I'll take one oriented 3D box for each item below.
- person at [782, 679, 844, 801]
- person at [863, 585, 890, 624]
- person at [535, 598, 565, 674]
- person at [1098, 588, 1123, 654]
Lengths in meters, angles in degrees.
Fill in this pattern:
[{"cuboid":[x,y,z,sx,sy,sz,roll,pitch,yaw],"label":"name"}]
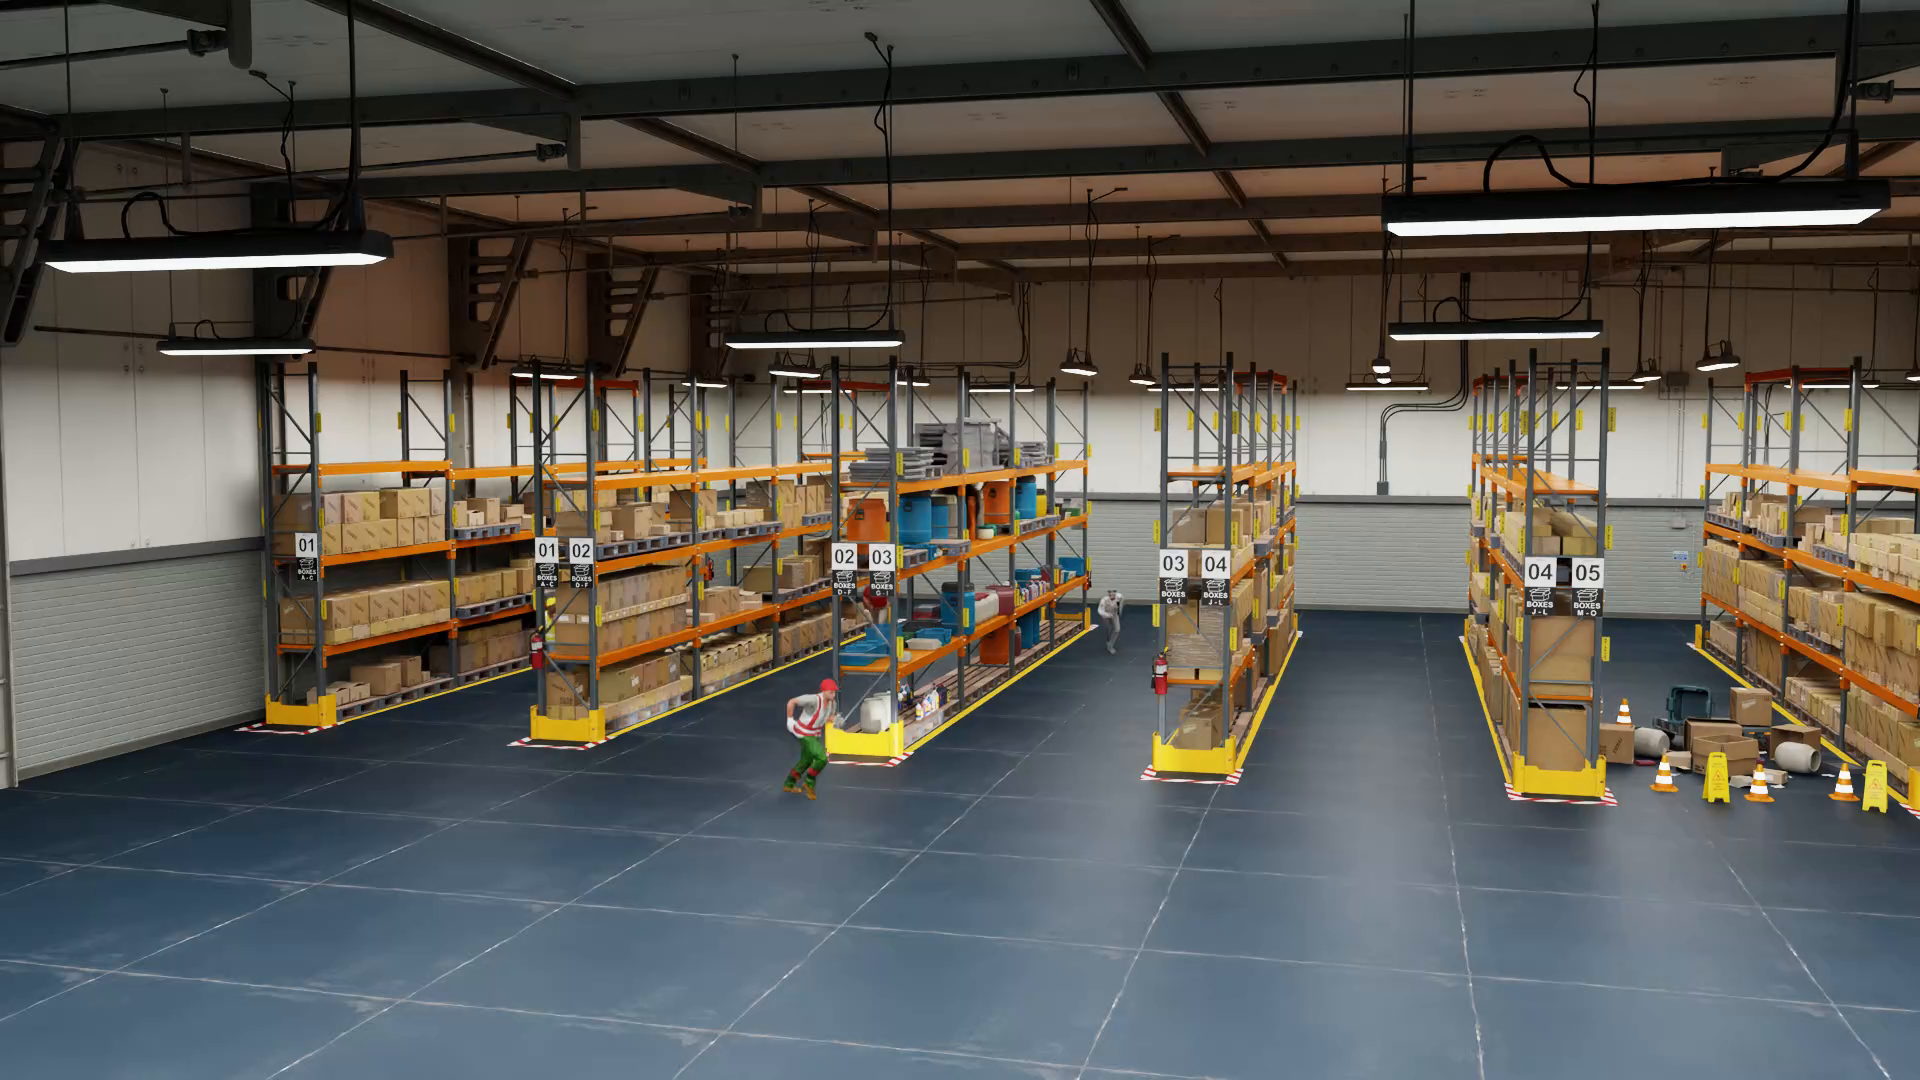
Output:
[{"cuboid":[-1.992,2.642,22.020,0.978,1.656,0.704,3,5,33],"label":"person"},{"cuboid":[-1.798,1.607,36.929,0.699,1.696,1.024,0,4,3],"label":"person"},{"cuboid":[-7.730,1.950,31.819,0.681,1.723,0.839,-3,5,-35],"label":"person"},{"cuboid":[3.268,1.739,36.438,0.602,1.464,1.107,-1,4,-7],"label":"person"}]
